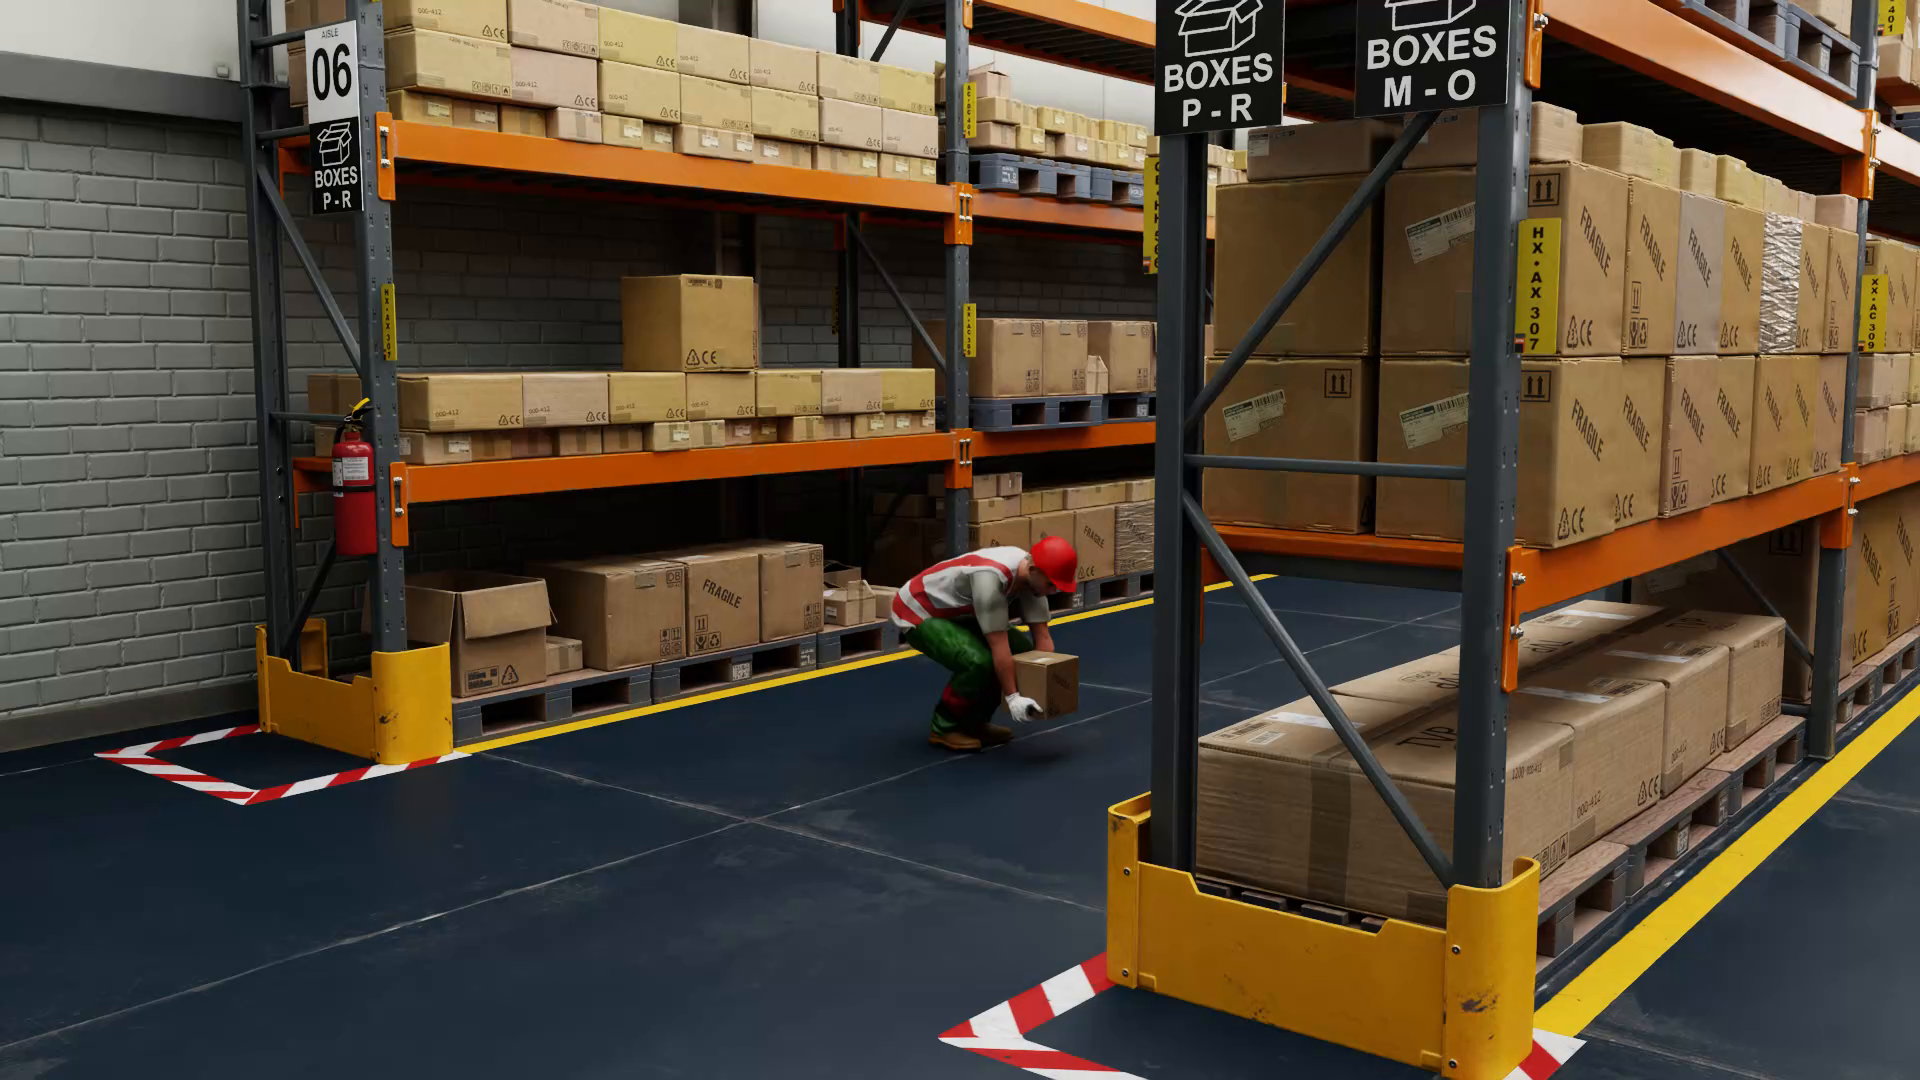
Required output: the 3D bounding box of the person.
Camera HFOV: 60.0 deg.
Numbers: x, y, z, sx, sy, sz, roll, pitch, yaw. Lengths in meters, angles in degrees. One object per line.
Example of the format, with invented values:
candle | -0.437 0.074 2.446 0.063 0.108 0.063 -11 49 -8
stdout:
person | 0.121 0.458 7.622 0.907 0.999 0.531 5 8 36
